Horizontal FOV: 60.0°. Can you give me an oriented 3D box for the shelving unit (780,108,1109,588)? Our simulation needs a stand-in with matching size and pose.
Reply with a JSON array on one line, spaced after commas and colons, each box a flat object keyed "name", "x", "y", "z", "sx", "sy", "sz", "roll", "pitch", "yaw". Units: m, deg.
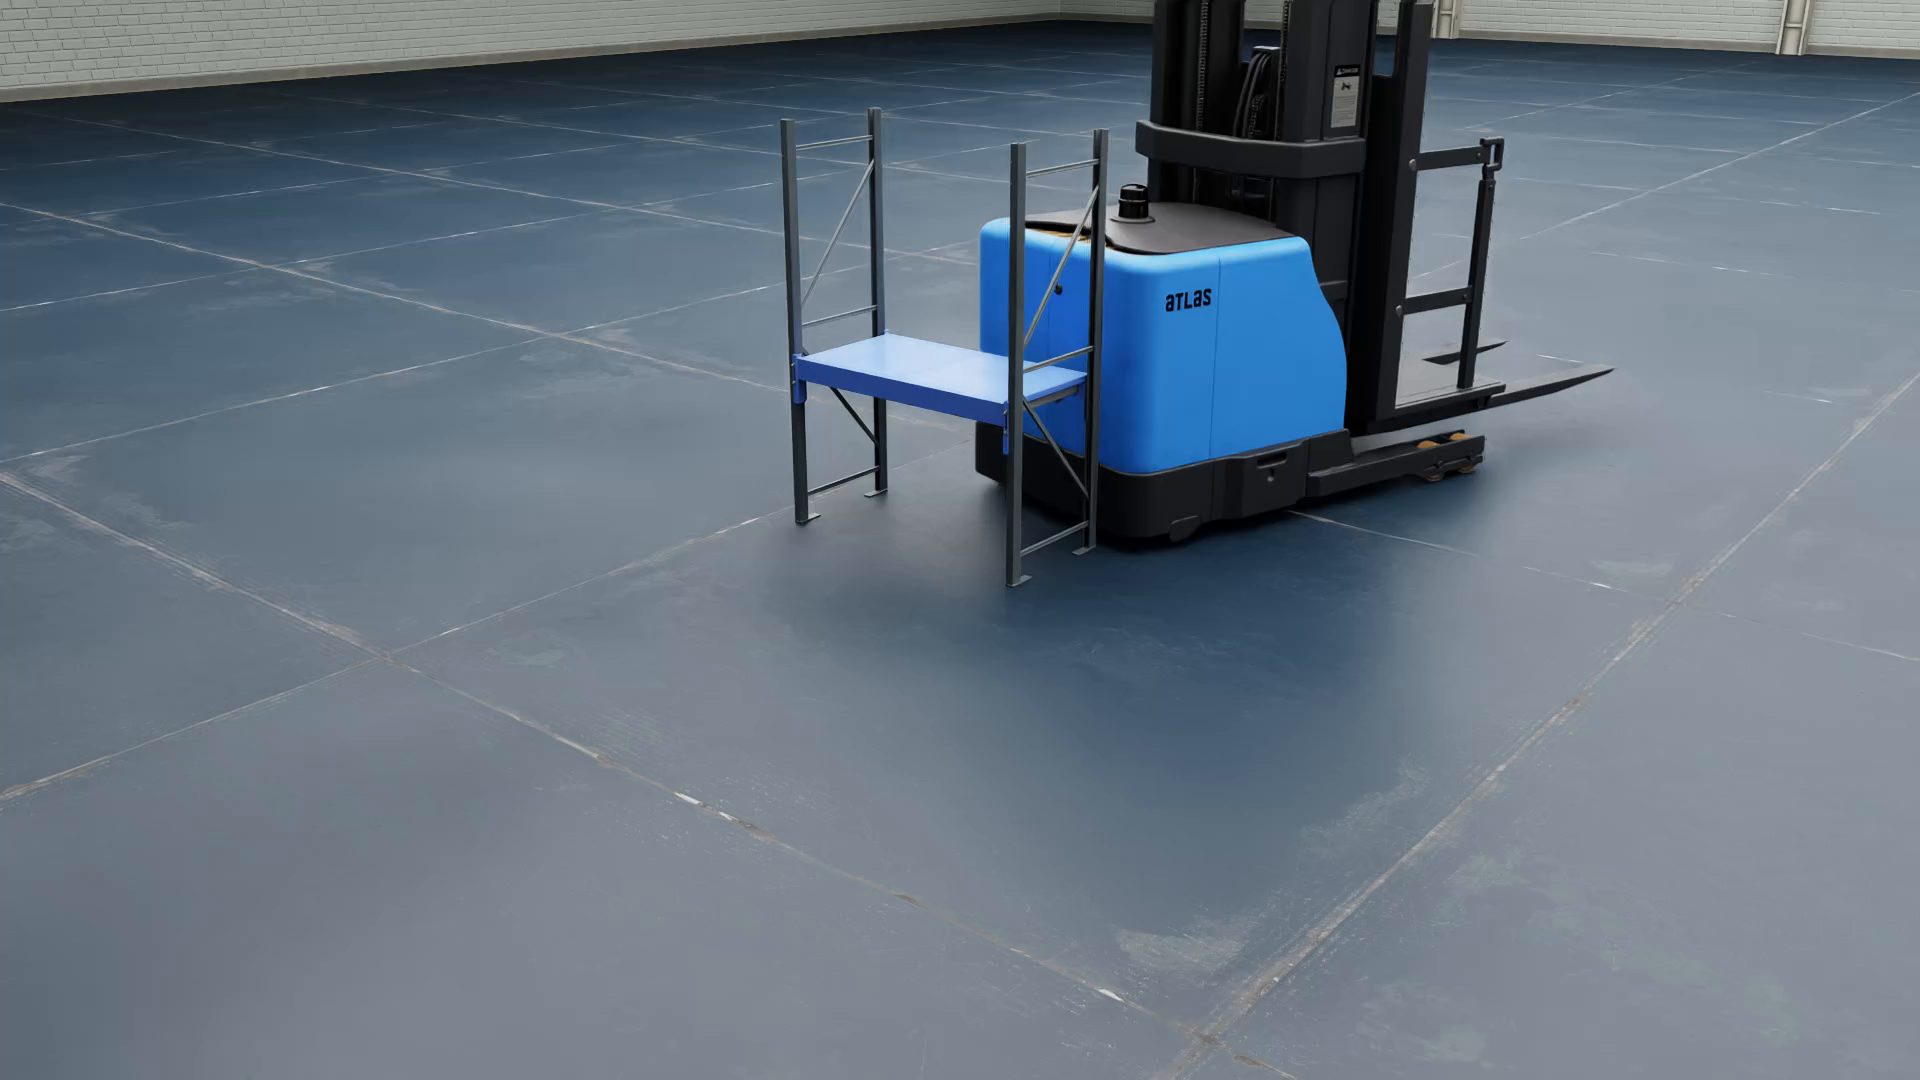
[{"name": "shelving unit", "x": -0.066, "y": -0.721, "z": 5.954, "sx": 1.048, "sy": 1.500, "sz": 0.538, "roll": 16, "pitch": 26, "yaw": 36}]

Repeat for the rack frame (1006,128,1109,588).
[{"name": "rack frame", "x": 0.328, "y": -0.607, "z": 5.653, "sx": 0.032, "sy": 1.500, "sz": 0.500, "roll": 16, "pitch": 26, "yaw": 36}]

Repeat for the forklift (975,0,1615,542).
[{"name": "forklift", "x": 1.567, "y": -1.749, "z": 6.651, "sx": 3.031, "sy": 2.935, "sz": 1.130, "roll": -14, "pitch": 25, "yaw": -32}]

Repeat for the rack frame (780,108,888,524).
[{"name": "rack frame", "x": -0.460, "y": -0.834, "z": 6.255, "sx": 0.032, "sy": 1.500, "sz": 0.500, "roll": 16, "pitch": 26, "yaw": 36}]

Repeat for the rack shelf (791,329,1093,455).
[{"name": "rack shelf", "x": -0.066, "y": -0.552, "z": 6.017, "sx": 1.000, "sy": 0.185, "sz": 0.538, "roll": 16, "pitch": 26, "yaw": 36}]

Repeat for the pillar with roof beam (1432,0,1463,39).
[{"name": "pillar with roof beam", "x": 6.320, "y": -12.383, "z": 26.251, "sx": 0.400, "sy": 9.000, "sz": 9.100, "roll": 16, "pitch": 26, "yaw": 36}]

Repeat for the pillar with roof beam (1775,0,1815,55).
[{"name": "pillar with roof beam", "x": 10.969, "y": -11.044, "z": 22.701, "sx": 0.400, "sy": 9.000, "sz": 9.100, "roll": 16, "pitch": 26, "yaw": 36}]
